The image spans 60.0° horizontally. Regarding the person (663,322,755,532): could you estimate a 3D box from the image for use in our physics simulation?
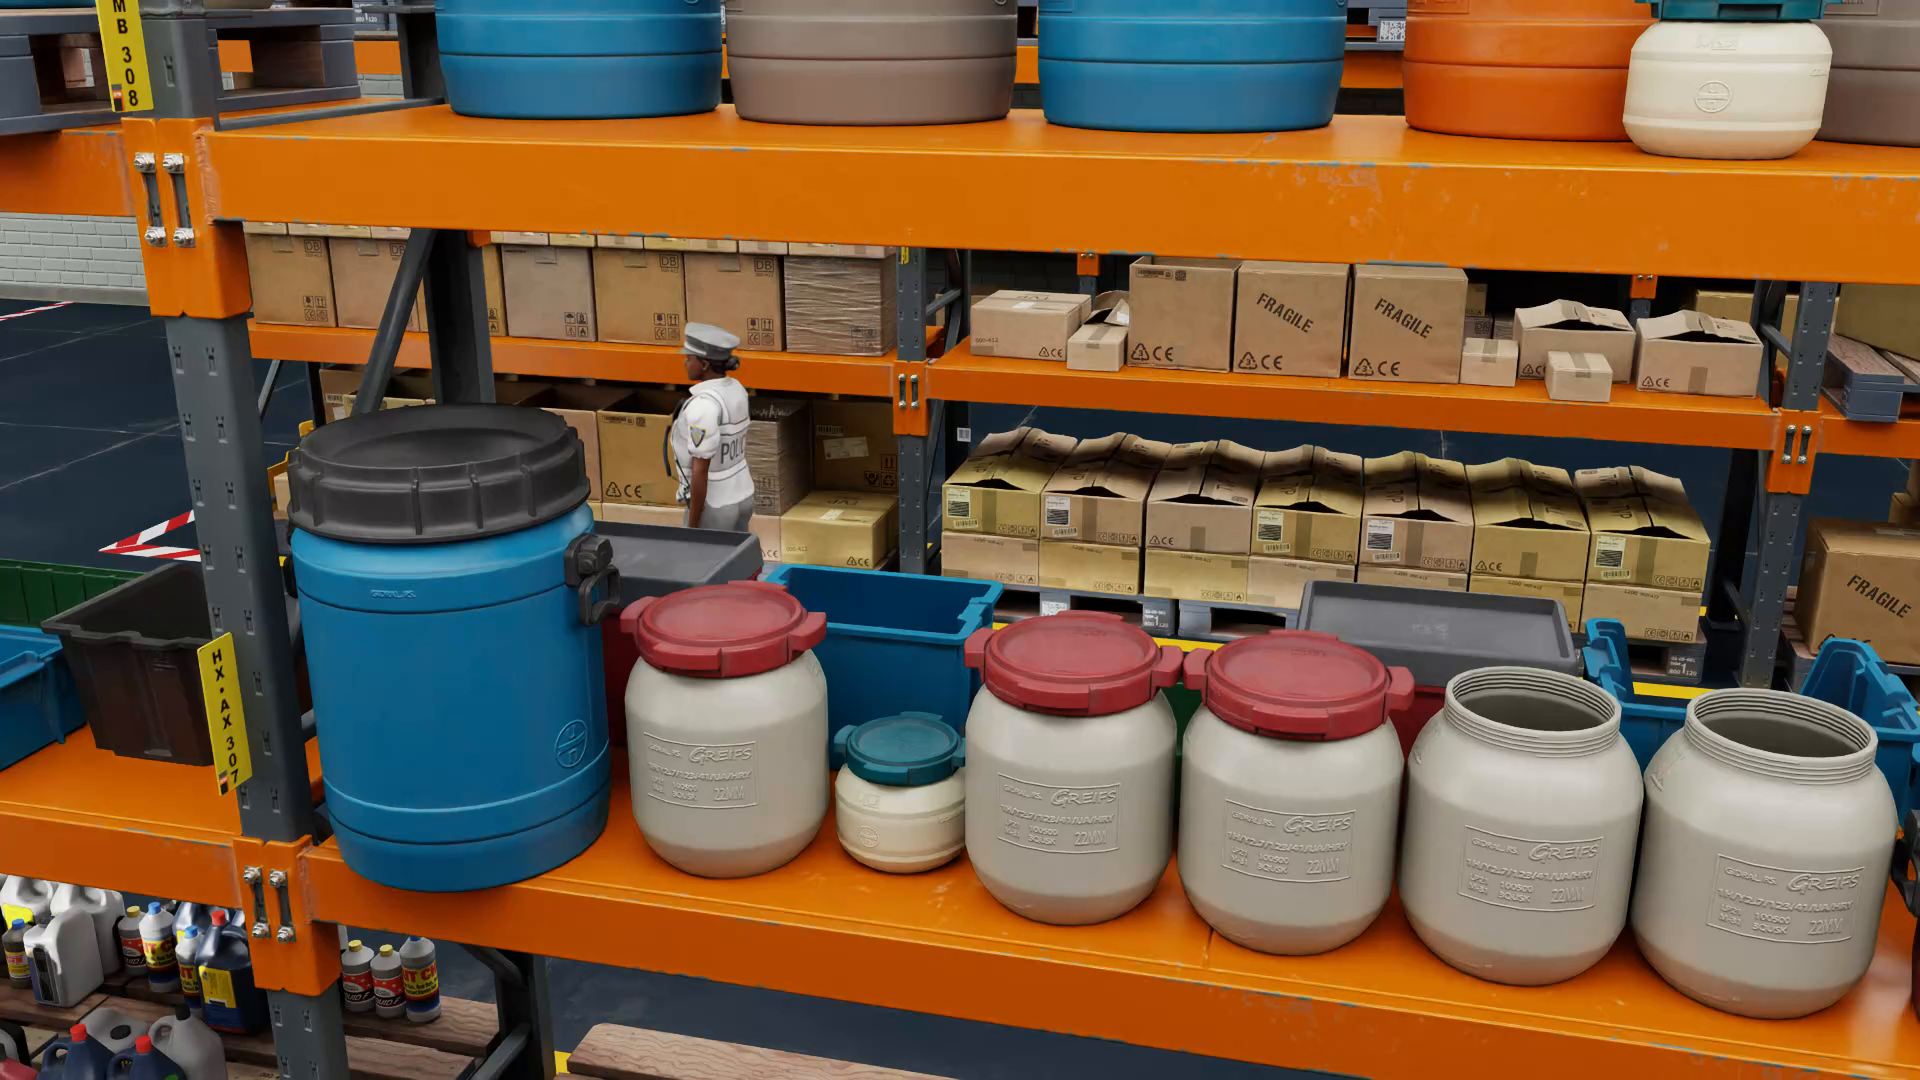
[{"bbox_3d":[-1.109,-0.144,7.502,0.340,1.696,0.475,5,19,15],"label":"person"}]
